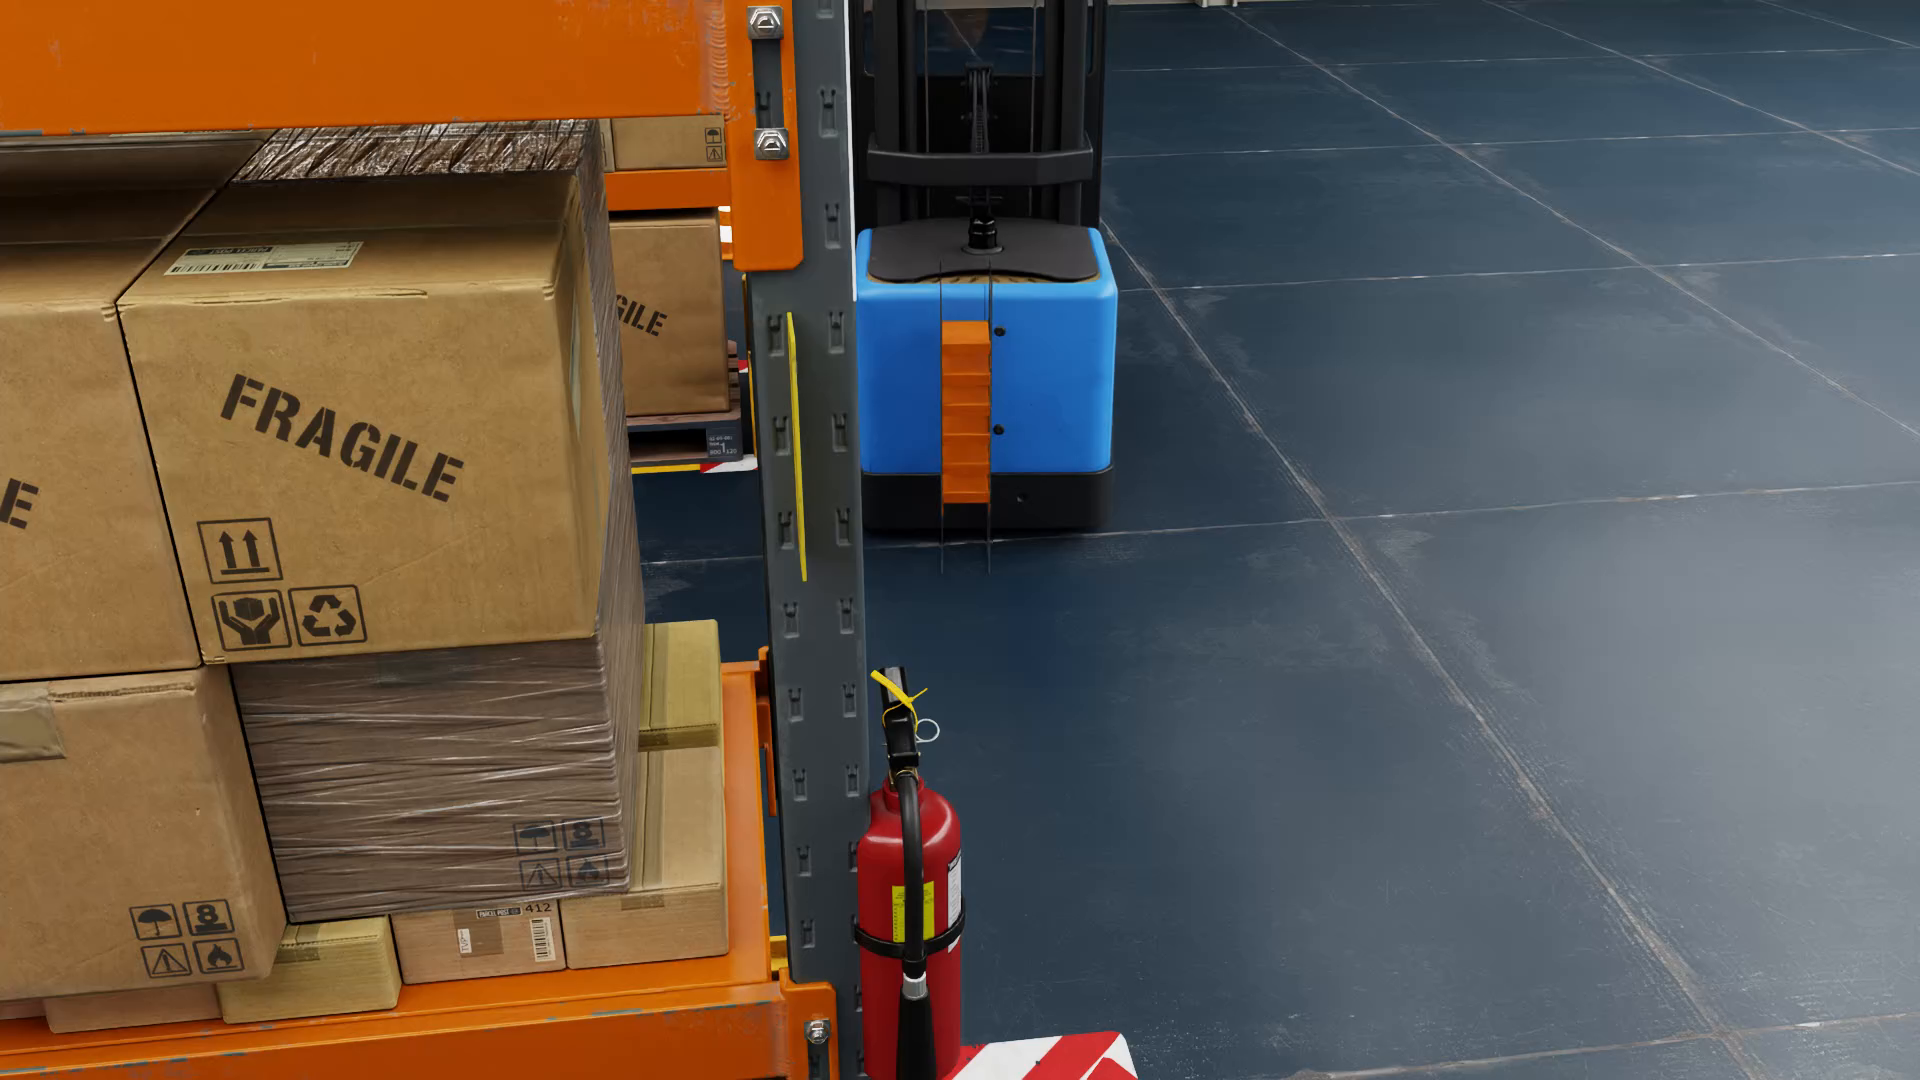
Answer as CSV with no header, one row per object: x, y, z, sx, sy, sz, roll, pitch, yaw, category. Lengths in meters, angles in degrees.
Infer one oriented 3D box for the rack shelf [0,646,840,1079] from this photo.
-2.241,0.738,2.814,4.000,0.370,1.077,-4,27,-7,rack shelf

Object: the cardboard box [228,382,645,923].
-0.809,0.136,2.763,0.500,0.500,0.875,-4,27,-7,cardboard box

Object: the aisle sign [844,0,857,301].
-0.157,-0.734,2.048,0.004,0.787,0.394,-4,27,-7,aisle sign

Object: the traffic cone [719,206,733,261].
-1.396,-1.970,10.083,0.334,0.463,0.336,-4,27,-7,traffic cone

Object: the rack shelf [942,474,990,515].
0.021,-0.196,6.440,0.180,0.103,0.258,0,27,-1,rack shelf

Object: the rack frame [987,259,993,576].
0.113,-0.449,6.311,0.006,1.200,0.240,0,27,-1,rack frame

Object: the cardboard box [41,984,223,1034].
-1.252,0.577,2.614,0.250,0.149,0.380,-4,27,-7,cardboard box

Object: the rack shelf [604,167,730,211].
-2.832,-1.511,7.197,4.000,0.370,1.077,-4,27,-7,rack shelf

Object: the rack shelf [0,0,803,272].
-2.241,-0.597,2.130,4.000,0.370,1.077,-4,27,-7,rack shelf

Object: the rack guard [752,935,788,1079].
-0.336,1.408,3.459,0.348,0.500,1.175,-4,27,-7,rack guard

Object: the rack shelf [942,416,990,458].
0.021,-0.409,6.330,0.180,0.103,0.258,0,27,-1,rack shelf

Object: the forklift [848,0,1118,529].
0.072,-1.978,7.395,1.130,2.935,3.031,0,27,-1,forklift

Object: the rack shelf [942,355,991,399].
0.021,-0.623,6.220,0.180,0.103,0.258,0,27,-1,rack shelf

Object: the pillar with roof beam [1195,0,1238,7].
3.390,-7.901,12.291,0.400,9.000,9.100,-4,27,-7,pillar with roof beam

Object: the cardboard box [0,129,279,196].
-1.339,-0.391,2.695,0.500,0.500,0.500,-4,27,-7,cardboard box

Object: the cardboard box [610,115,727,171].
-1.212,-1.981,7.160,0.550,0.550,0.875,-4,27,-7,cardboard box

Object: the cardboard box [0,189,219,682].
-1.265,-0.150,2.226,0.500,0.500,0.500,-4,27,-7,cardboard box

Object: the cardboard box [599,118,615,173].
-1.754,-1.936,7.073,0.550,0.550,0.875,-4,27,-7,cardboard box

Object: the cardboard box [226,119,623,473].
-0.843,-0.419,2.751,0.500,0.500,0.500,-4,27,-7,cardboard box

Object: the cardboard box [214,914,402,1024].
-1.002,0.569,2.631,0.250,0.149,0.380,-4,27,-7,cardboard box

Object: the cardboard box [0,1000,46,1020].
-1.505,0.575,2.620,0.250,0.149,0.380,-4,27,-7,cardboard box

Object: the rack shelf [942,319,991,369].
0.021,-0.729,6.165,0.180,0.103,0.258,0,27,-1,rack shelf

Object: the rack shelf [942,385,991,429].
0.021,-0.516,6.275,0.180,0.103,0.258,0,27,-1,rack shelf

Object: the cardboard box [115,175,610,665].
-0.771,-0.184,2.293,0.500,0.500,0.500,-4,27,-7,cardboard box

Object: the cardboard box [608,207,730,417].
-1.514,-1.127,7.527,0.875,0.875,0.875,-4,27,-7,cardboard box

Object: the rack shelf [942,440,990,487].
0.021,-0.303,6.385,0.180,0.103,0.258,0,27,-1,rack shelf

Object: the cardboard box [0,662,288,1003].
-1.287,0.222,2.596,0.500,0.500,0.875,-4,27,-7,cardboard box

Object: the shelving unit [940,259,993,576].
0.021,-0.449,6.310,0.189,1.200,0.258,0,27,-1,shelving unit

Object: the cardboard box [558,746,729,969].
-0.514,0.514,2.738,0.250,0.149,0.380,-4,27,-7,cardboard box

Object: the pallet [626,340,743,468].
-1.632,-0.631,7.749,1.213,0.211,1.003,-4,27,-7,pallet

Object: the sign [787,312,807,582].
-0.203,-0.113,2.070,0.005,0.325,0.100,-4,27,-7,sign

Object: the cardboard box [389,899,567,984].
-0.761,0.529,2.708,0.250,0.149,0.380,-4,27,-7,cardboard box

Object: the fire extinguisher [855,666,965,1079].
-0.083,0.526,2.524,0.183,0.674,0.296,-4,27,-7,fire extinguisher

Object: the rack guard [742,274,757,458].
-0.828,-0.848,7.854,0.348,0.500,1.175,-4,27,-7,rack guard

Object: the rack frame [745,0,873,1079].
-0.261,0.289,2.901,0.053,2.616,0.949,-4,27,-7,rack frame

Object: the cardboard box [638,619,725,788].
-0.576,0.313,3.130,0.250,0.149,0.380,-4,27,-7,cardboard box

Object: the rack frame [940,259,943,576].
-0.070,-0.448,6.308,0.006,1.200,0.240,0,27,-1,rack frame
